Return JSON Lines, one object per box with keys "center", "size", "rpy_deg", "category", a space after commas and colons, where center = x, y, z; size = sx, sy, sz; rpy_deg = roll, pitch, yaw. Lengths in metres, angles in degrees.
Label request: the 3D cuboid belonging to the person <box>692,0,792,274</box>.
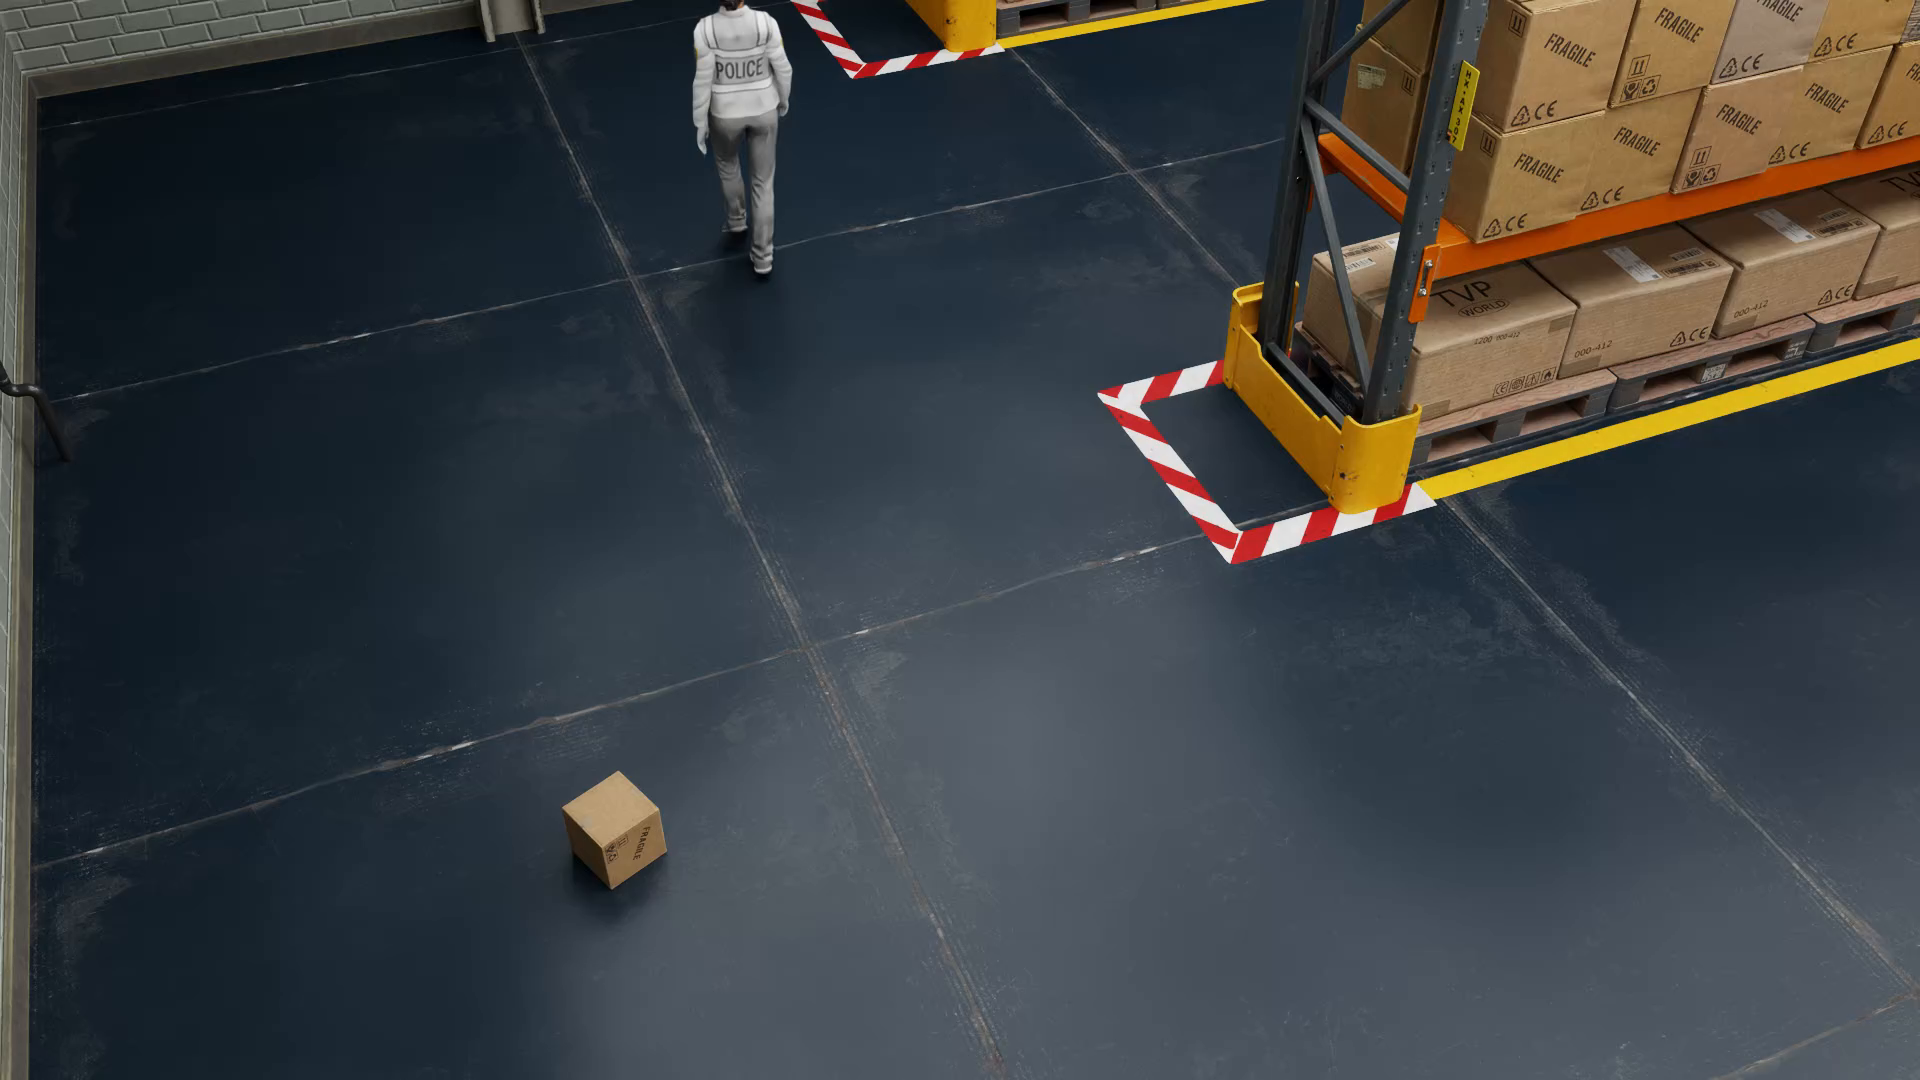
{"center": [-1.118, -2.212, 8.617], "size": [0.525, 1.743, 0.666], "rpy_deg": [-6, 42, -6], "category": "person"}
